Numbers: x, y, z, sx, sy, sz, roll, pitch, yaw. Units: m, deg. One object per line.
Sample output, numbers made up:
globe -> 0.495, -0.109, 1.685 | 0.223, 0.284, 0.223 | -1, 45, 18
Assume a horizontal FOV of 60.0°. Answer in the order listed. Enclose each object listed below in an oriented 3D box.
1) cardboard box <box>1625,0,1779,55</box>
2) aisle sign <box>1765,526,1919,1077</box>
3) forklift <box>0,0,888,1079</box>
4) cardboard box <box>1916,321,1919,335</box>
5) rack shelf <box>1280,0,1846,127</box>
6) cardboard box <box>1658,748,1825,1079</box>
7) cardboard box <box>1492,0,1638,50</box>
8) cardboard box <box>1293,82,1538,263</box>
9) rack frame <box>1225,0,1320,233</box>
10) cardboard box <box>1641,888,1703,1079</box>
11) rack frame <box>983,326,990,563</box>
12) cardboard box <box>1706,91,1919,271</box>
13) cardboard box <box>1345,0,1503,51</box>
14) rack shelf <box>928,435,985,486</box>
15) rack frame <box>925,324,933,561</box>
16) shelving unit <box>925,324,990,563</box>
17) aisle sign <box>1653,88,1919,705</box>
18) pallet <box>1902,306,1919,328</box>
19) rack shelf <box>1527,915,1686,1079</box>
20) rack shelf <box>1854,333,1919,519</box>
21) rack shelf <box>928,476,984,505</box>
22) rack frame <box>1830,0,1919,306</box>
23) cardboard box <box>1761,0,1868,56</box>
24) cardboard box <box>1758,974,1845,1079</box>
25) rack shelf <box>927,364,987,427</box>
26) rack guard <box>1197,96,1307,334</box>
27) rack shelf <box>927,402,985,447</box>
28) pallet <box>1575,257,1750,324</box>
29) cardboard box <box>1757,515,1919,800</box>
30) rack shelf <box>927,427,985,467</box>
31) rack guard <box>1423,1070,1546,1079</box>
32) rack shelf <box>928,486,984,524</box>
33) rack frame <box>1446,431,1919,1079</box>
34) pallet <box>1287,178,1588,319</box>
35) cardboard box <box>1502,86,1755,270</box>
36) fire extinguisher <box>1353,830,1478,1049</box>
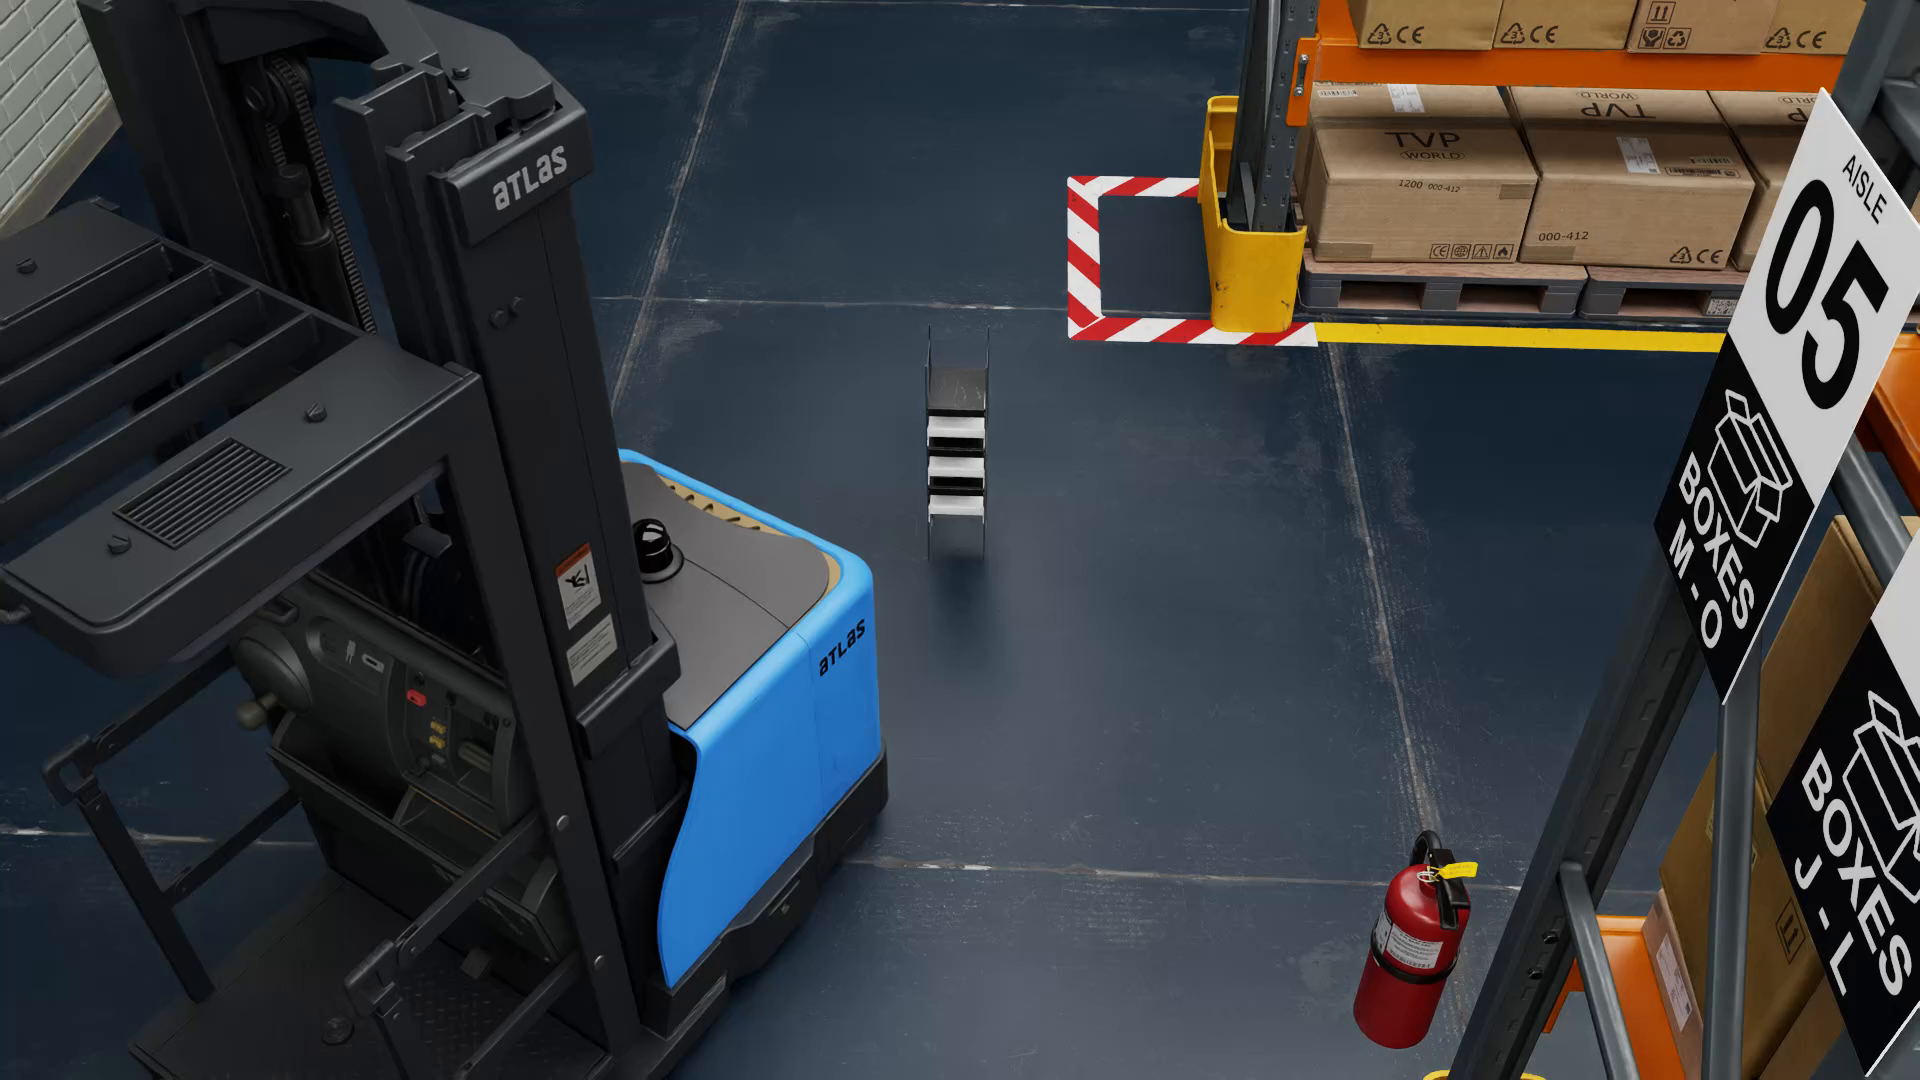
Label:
cardboard box -> 2.799, -2.197, 6.334 | 0.500, 0.500, 0.500 | 2, 43, 2
aisle sign -> 1.110, 0.230, 1.896 | 0.004, 0.787, 0.394 | 2, 43, 2
forklift -> -1.458, 0.434, 3.634 | 1.130, 2.935, 3.031 | 24, 48, 24
cardboard box -> 1.663, -0.230, 2.206 | 0.500, 0.250, 0.500 | 1, 43, 1
rack shelf -> 3.317, -2.070, 6.799 | 4.000, 0.370, 1.077 | 2, 43, 2
cardboard box -> 1.657, 0.672, 3.036 | 0.500, 0.500, 0.500 | 3, 43, 3
cardboard box -> 2.292, -2.225, 6.364 | 0.500, 0.500, 0.500 | 1, 43, 1
cardboard box -> 1.982, -1.659, 7.402 | 0.875, 0.438, 0.875 | 0, 43, 0
rack frame -> 1.319, -2.395, 6.620 | 0.127, 3.000, 1.000 | 2, 43, 2
cardboard box -> 1.535, 0.888, 3.280 | 0.250, 0.149, 0.380 | 2, 43, 2
rack frame -> 0.093, -0.326, 5.940 | 0.006, 0.900, 0.240 | 2, 43, 2
cardboard box -> 3.798, -1.608, 7.347 | 0.875, 0.438, 0.875 | 1, 43, 1
cardboard box -> 1.785, -2.221, 6.360 | 0.500, 0.500, 0.500 | 1, 43, 2
rack shelf -> -0.008, -0.305, 5.966 | 0.200, 0.077, 0.258 | 2, 43, 2
rack frame -> -0.110, -0.333, 5.947 | 0.006, 0.900, 0.240 | 2, 43, 2
shelving unit -> -0.008, -0.330, 5.944 | 0.210, 0.900, 0.258 | 2, 43, 2
aisle sign -> 1.137, -0.179, 2.334 | 0.004, 0.787, 0.394 | 2, 43, 2
pallet -> 4.558, -1.328, 7.521 | 1.213, 0.211, 1.003 | 2, 43, 2
rack shelf -> 3.195, 1.304, 3.178 | 4.000, 0.370, 1.077 | 2, 43, 2
rack shelf -> 3.195, 0.206, 2.155 | 4.000, 0.370, 1.077 | 2, 43, 2
rack shelf -> -0.008, -0.239, 6.028 | 0.200, 0.077, 0.258 | 2, 43, 2
rack frame -> 1.197, -1.216, 0.954 | 0.127, 3.000, 1.000 | 2, 43, 2
cardboard box -> 3.300, -2.193, 6.330 | 0.500, 0.500, 0.500 | 3, 43, 3
cardboard box -> 1.633, 1.035, 2.646 | 0.500, 0.500, 0.500 | 4, 43, 4
rack shelf -> -0.008, -0.503, 5.782 | 0.200, 0.077, 0.258 | 2, 43, 2
rack guard -> 1.295, -1.481, 7.473 | 0.348, 0.500, 1.175 | 2, 43, 2
rack shelf -> -0.008, -0.437, 5.844 | 0.200, 0.077, 0.258 | 2, 43, 2
pallet -> 3.336, -1.364, 7.559 | 1.213, 0.211, 1.003 | 2, 43, 2
cardboard box -> 1.665, 0.312, 2.689 | 0.500, 0.500, 0.500 | 1, 43, 1
rack shelf -> -0.008, -0.371, 5.905 | 0.200, 0.077, 0.258 | 2, 43, 2
rack guard -> 1.273, 1.896, 3.848 | 0.348, 0.500, 1.175 | 2, 43, 2
rack shelf -> -0.008, -0.173, 6.089 | 0.200, 0.077, 0.258 | 2, 43, 2
rack frame -> 1.197, 0.979, 2.999 | 0.127, 3.000, 1.000 | 2, 43, 2
pallet -> 2.121, -1.403, 7.602 | 1.213, 0.211, 1.003 | 2, 43, 2
cardboard box -> 2.897, -1.636, 7.378 | 0.875, 0.438, 0.875 | 3, 43, 3
fire extinguisher -> 0.966, 0.822, 3.498 | 0.183, 0.674, 0.296 | 2, 43, 2
